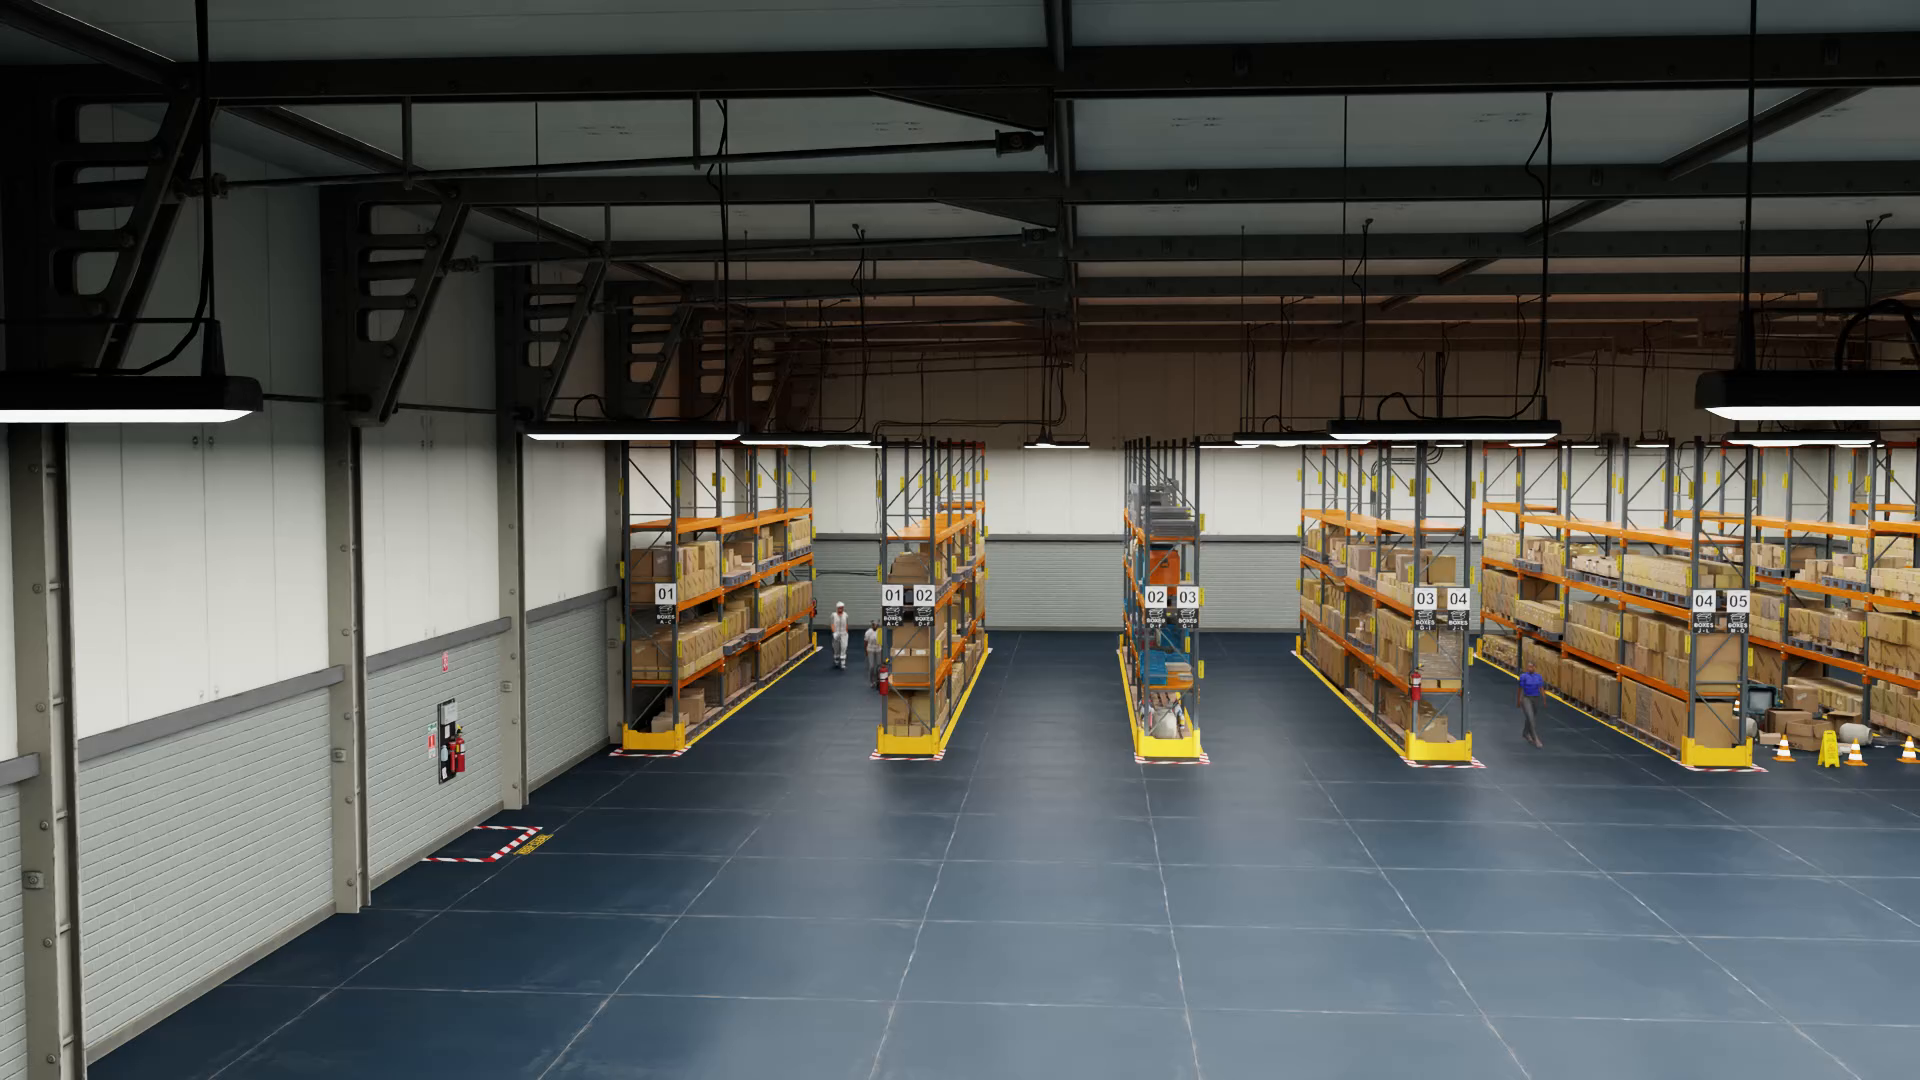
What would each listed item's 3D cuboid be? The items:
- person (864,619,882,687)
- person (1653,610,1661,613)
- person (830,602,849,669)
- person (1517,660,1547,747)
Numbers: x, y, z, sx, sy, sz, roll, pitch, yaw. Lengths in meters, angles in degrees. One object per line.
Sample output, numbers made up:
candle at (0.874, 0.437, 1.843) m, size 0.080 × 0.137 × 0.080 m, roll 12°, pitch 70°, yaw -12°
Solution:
person at (-2.095, 2.732, 40.606) m, size 0.523 × 1.663 × 0.525 m, roll -1°, pitch 3°, yaw -12°
person at (18.037, 2.611, 42.896) m, size 0.453 × 1.693 × 0.559 m, roll -1°, pitch 3°, yaw -22°
person at (-3.157, 2.496, 43.739) m, size 0.522 × 1.727 × 0.989 m, roll -1°, pitch 3°, yaw -12°
person at (11.169, 3.154, 32.431) m, size 0.474 × 1.622 × 0.882 m, roll 0°, pitch 3°, yaw -8°
